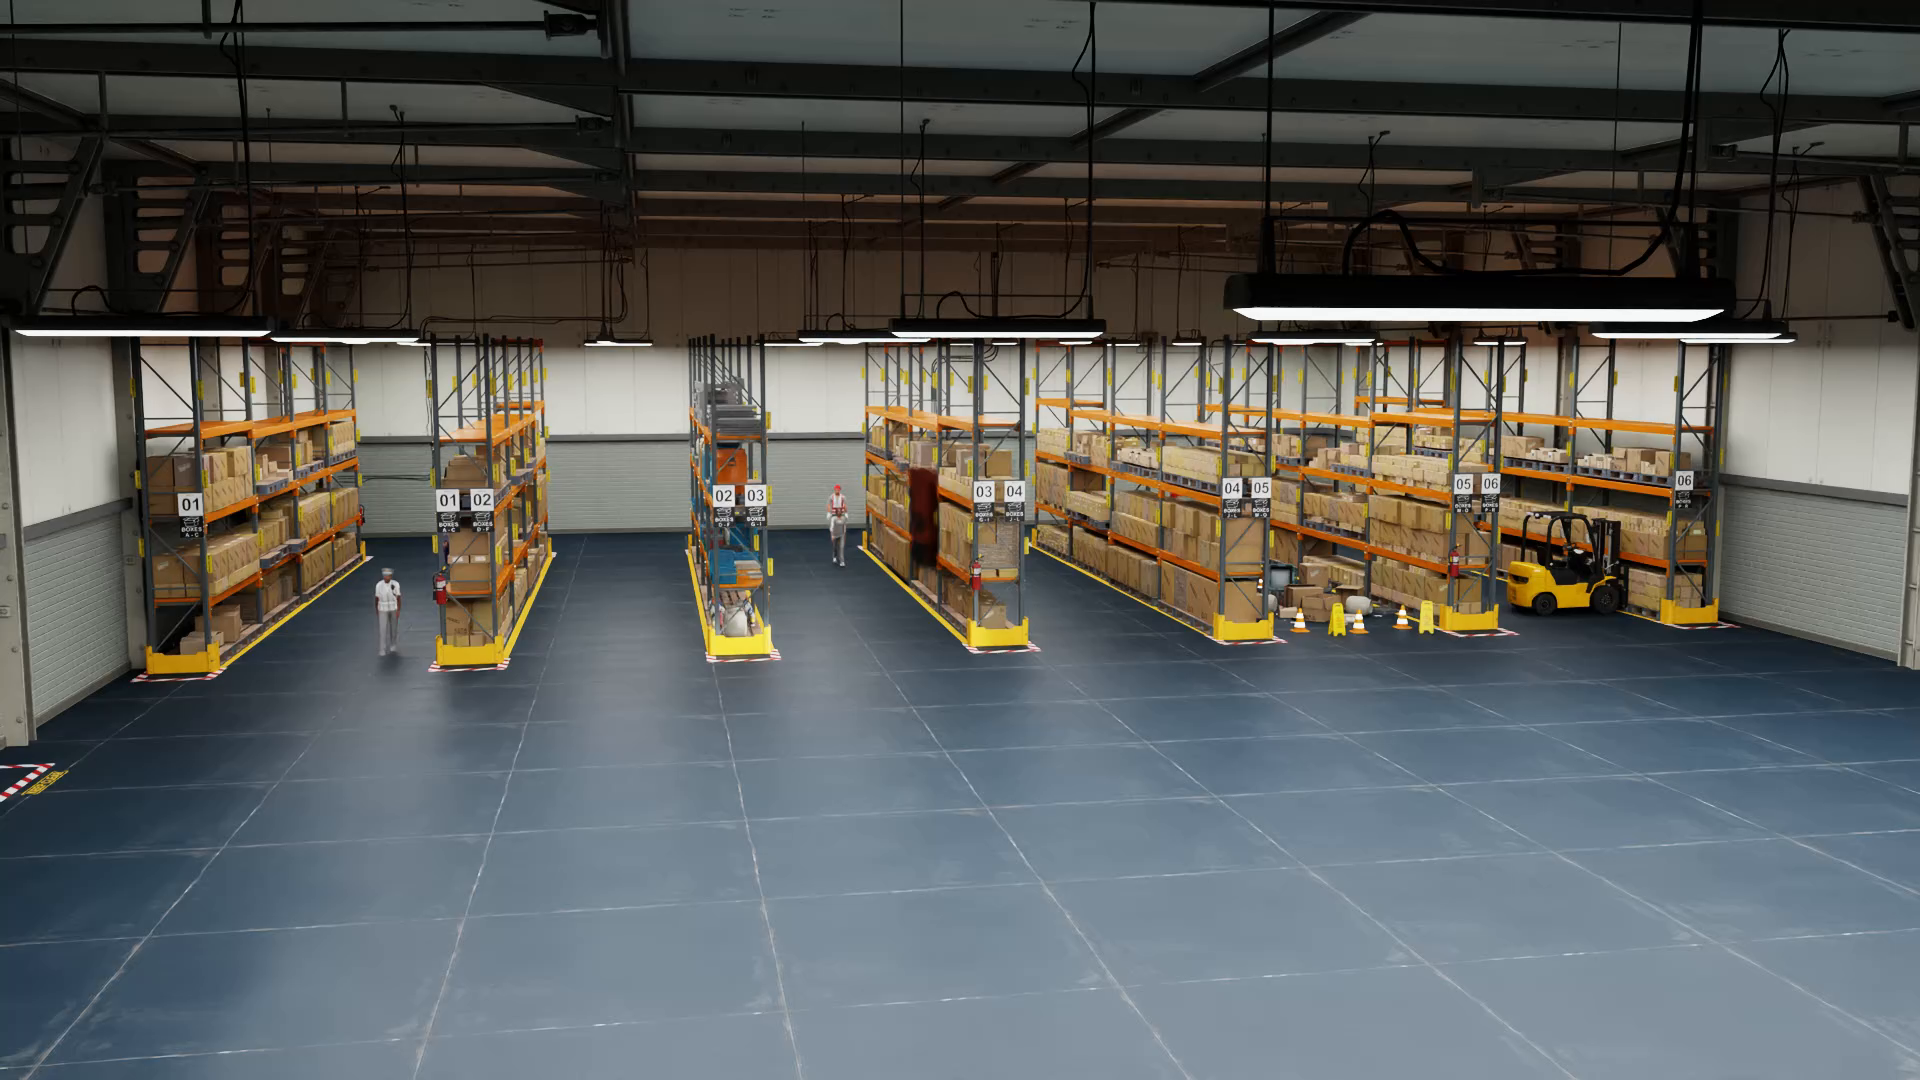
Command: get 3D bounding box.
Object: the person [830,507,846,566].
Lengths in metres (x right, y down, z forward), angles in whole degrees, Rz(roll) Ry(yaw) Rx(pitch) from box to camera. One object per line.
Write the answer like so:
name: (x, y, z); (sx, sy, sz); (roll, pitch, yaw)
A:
person: (-3.233, -0.106, 44.108); (0.441, 1.536, 0.994); (-1, 7, -12)

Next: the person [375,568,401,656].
person: (-10.715, 1.327, 31.165); (0.469, 1.623, 0.970); (-3, 7, -23)

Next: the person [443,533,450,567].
person: (-12.851, 0.159, 41.953); (0.559, 1.536, 0.745); (0, 7, -1)

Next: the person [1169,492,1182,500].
person: (6.879, -1.204, 53.114); (0.494, 1.782, 0.579); (-5, 8, -38)

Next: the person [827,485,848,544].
person: (-3.622, -0.755, 48.788); (0.565, 1.718, 1.049); (1, 7, 8)
